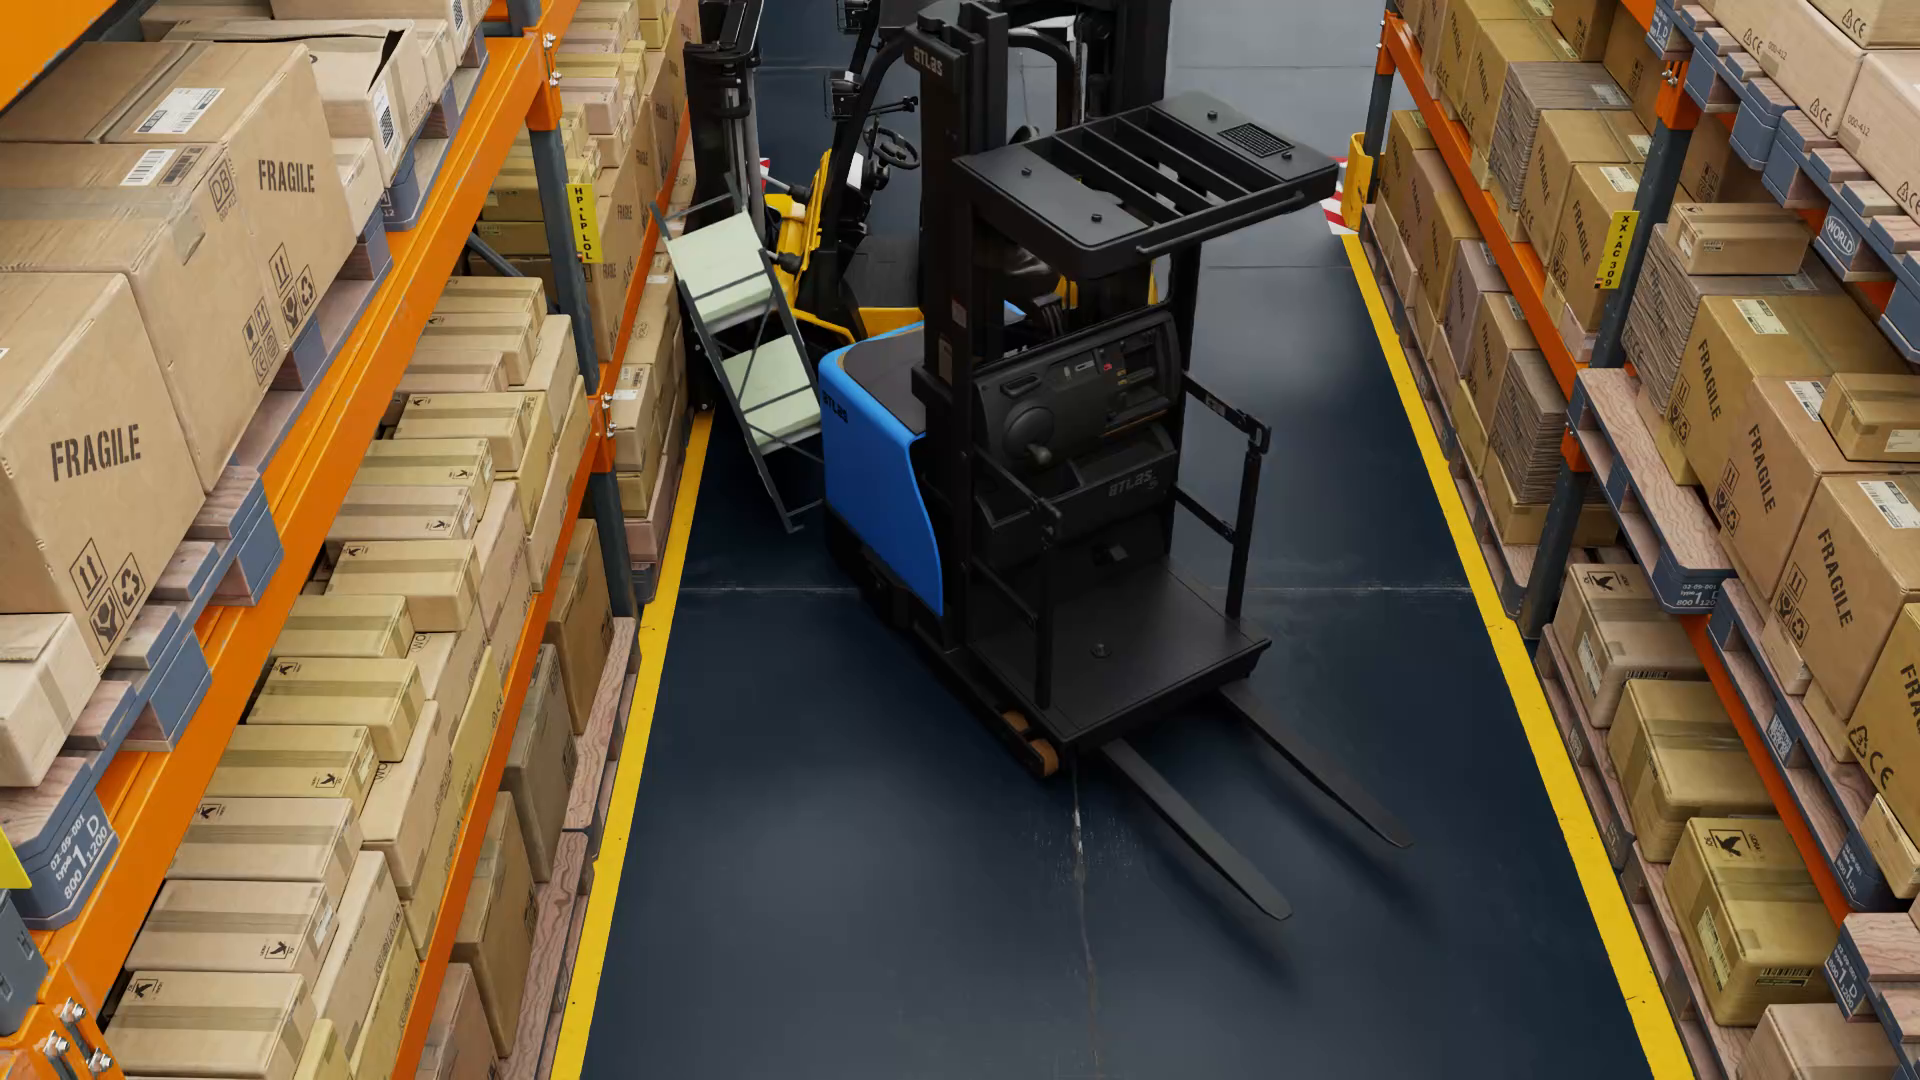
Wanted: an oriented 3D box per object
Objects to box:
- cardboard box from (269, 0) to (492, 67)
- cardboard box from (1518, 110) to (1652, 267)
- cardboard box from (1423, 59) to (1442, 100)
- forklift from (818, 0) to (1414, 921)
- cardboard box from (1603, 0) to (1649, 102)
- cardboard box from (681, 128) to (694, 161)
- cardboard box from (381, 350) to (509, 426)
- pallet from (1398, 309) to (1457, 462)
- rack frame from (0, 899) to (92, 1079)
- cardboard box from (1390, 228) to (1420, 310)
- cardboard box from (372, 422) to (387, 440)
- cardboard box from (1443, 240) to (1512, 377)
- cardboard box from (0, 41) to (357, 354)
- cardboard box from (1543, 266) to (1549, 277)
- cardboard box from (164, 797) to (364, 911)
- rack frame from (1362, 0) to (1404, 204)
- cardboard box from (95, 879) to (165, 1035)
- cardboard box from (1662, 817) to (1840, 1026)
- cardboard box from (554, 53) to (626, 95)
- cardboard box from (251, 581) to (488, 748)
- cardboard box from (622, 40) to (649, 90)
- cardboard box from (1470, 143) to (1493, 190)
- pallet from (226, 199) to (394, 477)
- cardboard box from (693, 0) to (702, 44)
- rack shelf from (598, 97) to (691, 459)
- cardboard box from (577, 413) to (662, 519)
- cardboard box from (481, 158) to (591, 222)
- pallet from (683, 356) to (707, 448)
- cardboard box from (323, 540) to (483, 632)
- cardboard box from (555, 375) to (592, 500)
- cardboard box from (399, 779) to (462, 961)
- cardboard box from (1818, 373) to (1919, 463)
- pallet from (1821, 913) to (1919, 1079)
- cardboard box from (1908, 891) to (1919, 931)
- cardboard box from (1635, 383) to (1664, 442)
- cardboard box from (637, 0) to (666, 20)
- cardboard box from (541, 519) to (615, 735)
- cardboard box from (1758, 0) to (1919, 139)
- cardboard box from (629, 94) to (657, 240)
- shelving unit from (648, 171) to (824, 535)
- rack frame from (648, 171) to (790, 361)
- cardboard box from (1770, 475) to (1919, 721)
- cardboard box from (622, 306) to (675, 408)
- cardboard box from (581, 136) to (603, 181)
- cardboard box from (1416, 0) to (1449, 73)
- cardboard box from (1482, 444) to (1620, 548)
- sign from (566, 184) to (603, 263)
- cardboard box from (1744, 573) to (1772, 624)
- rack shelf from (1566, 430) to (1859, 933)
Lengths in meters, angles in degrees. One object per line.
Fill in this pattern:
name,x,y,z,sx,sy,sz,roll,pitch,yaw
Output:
cardboard box,-1.700,-1.639,4.898,0.500,0.311,0.500,-1,39,-1
cardboard box,2.762,-1.513,7.167,0.500,0.500,0.500,1,39,1
cardboard box,2.695,-2.467,8.876,0.380,0.149,0.250,1,39,1
forklift,0.590,-0.513,6.292,1.130,2.935,3.031,-22,44,-26
cardboard box,3.283,-2.212,7.240,0.700,0.500,0.500,-1,39,-1
cardboard box,-1.631,-2.128,9.315,0.500,0.250,0.500,1,39,1
cardboard box,-1.757,-0.517,5.643,0.380,0.149,0.250,0,39,0
pallet,2.978,-0.855,8.894,1.003,0.211,1.213,0,39,0
rack frame,-1.940,1.749,3.414,1.000,3.000,0.127,0,39,0
cardboard box,2.731,-1.527,9.365,0.500,0.250,0.500,1,39,2
cardboard box,-2.210,-0.257,5.638,0.500,0.250,0.500,0,39,-1
cardboard box,2.746,-1.149,8.294,0.500,0.500,0.500,2,39,2
cardboard box,-1.699,-0.753,3.642,0.500,0.500,0.500,1,39,1
cardboard box,2.784,-1.180,7.271,0.380,0.149,0.250,0,39,0
cardboard box,-1.687,0.766,4.042,0.380,0.149,0.250,0,39,0
rack frame,3.014,-3.260,9.665,1.000,3.000,0.127,0,39,0
cardboard box,-2.221,1.012,4.054,0.500,0.250,0.500,0,39,0
cardboard box,3.029,1.316,5.721,0.950,0.372,0.625,1,39,1
cardboard box,-1.673,-2.006,7.264,0.380,0.149,0.250,-1,39,-1
cardboard box,-1.704,0.375,4.849,0.500,0.250,0.500,0,39,1
cardboard box,-1.664,-2.211,7.757,0.380,0.149,0.250,-1,39,-1
cardboard box,2.702,-1.817,8.065,0.380,0.149,0.250,0,39,0
pallet,-2.035,-0.472,3.938,1.003,0.211,1.213,2,39,2
cardboard box,-1.686,-2.985,9.242,0.500,0.500,0.500,-1,39,-1
rack shelf,-1.947,-1.722,8.321,1.077,0.370,4.000,0,39,0
cardboard box,-1.637,-0.341,7.486,0.500,0.250,0.500,0,39,0
cardboard box,-1.649,-1.360,6.458,0.380,0.149,0.250,1,39,1
pallet,-1.908,-0.927,8.983,1.003,0.211,1.213,0,39,0
cardboard box,-1.614,0.134,4.831,0.380,0.149,0.250,-1,39,-1
cardboard box,-1.683,-0.379,6.190,0.500,0.250,0.500,1,39,1
cardboard box,-1.700,0.893,4.602,0.500,0.250,0.500,-1,39,-2
cardboard box,2.770,-0.357,4.870,0.380,0.149,0.250,2,39,2
pallet,2.916,1.372,4.038,1.213,0.211,1.003,0,39,0
cardboard box,2.678,0.990,4.227,0.380,0.149,0.250,-2,39,-2
cardboard box,2.703,-0.478,6.059,0.380,0.149,0.250,0,39,1
cardboard box,-1.637,-2.640,8.055,0.380,0.149,0.250,1,39,1
cardboard box,-1.933,0.337,6.740,0.875,0.625,0.625,2,39,2
cardboard box,2.620,-1.351,4.669,0.500,0.250,0.500,-1,39,-1
cardboard box,-1.703,-1.711,7.653,0.500,0.500,0.500,0,39,0
shelving unit,-0.938,-0.855,7.798,0.431,1.500,0.755,-22,42,-4
rack frame,-1.048,-1.076,8.068,0.400,1.500,0.023,-22,42,-4
cardboard box,2.732,0.160,4.744,0.500,0.500,0.500,-2,39,-2
cardboard box,-1.622,-0.856,7.728,0.500,0.250,0.500,0,39,0
cardboard box,-1.712,-1.569,6.956,0.380,0.149,0.250,0,39,0
cardboard box,2.741,-2.794,8.766,0.500,0.500,0.500,1,39,1
cardboard box,2.749,-0.219,7.733,0.500,0.250,0.500,2,39,2
sign,-1.402,-1.180,6.207,0.100,0.325,0.005,0,39,0
cardboard box,2.729,0.171,5.249,0.380,0.149,0.250,0,39,0
rack shelf,3.021,0.773,5.207,1.077,0.370,4.000,0,39,0
